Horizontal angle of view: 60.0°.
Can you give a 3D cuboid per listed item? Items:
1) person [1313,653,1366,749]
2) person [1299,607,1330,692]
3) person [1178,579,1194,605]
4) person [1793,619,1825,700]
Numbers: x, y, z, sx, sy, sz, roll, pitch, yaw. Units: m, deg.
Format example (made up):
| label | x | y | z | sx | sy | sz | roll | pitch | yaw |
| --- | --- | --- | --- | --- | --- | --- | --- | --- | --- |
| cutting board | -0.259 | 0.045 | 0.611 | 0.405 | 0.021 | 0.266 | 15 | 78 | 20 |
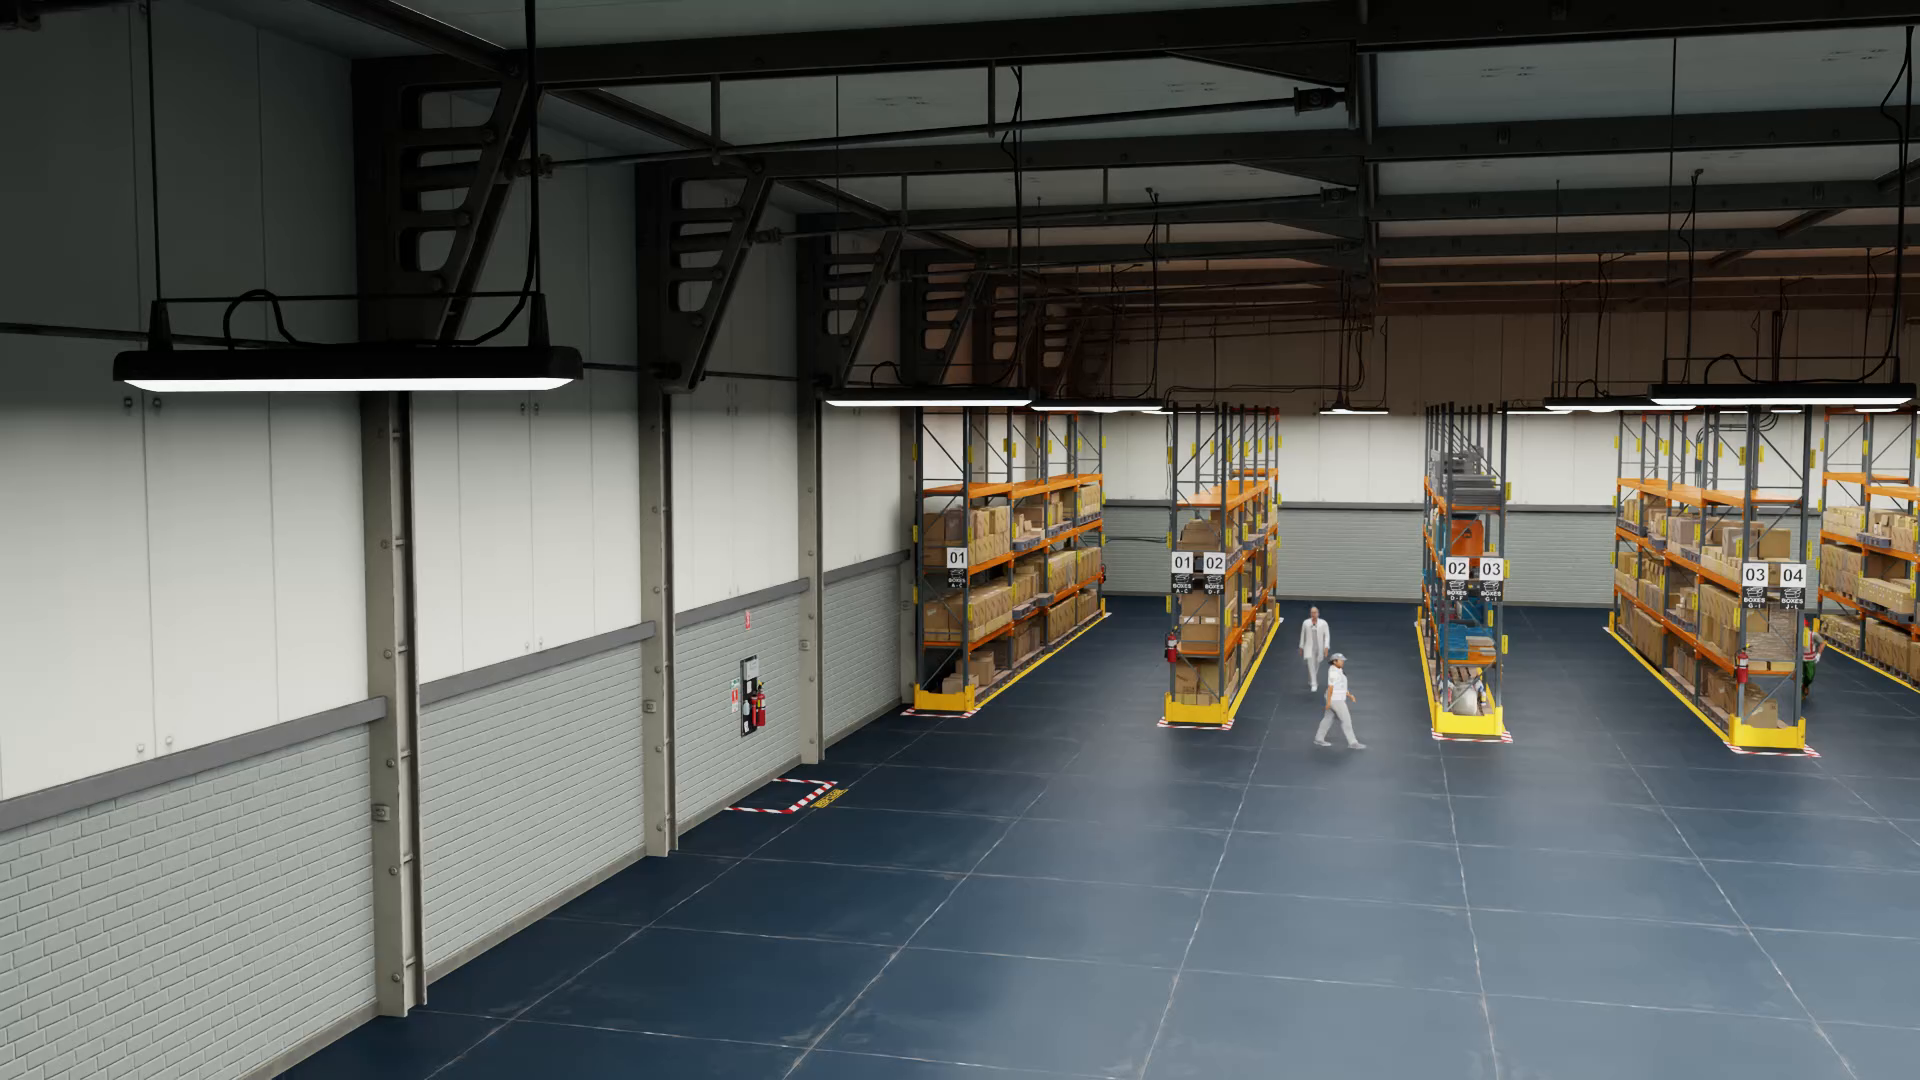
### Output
| label | x | y | z | sx | sy | sz | roll | pitch | yaw |
| --- | --- | --- | --- | --- | --- | --- | --- | --- | --- |
| person | 6.585 | 2.771 | 28.786 | 0.860 | 1.624 | 0.505 | 0 | 4 | 6 |
| person | 7.436 | 2.269 | 34.752 | 0.568 | 1.710 | 1.132 | 0 | 4 | -3 |
| person | 6.130 | 1.573 | 44.281 | 0.583 | 1.700 | 1.077 | 1 | 4 | 17 |
| person | 17.056 | 2.409 | 33.557 | 0.693 | 1.684 | 0.632 | 2 | 5 | 23 |
